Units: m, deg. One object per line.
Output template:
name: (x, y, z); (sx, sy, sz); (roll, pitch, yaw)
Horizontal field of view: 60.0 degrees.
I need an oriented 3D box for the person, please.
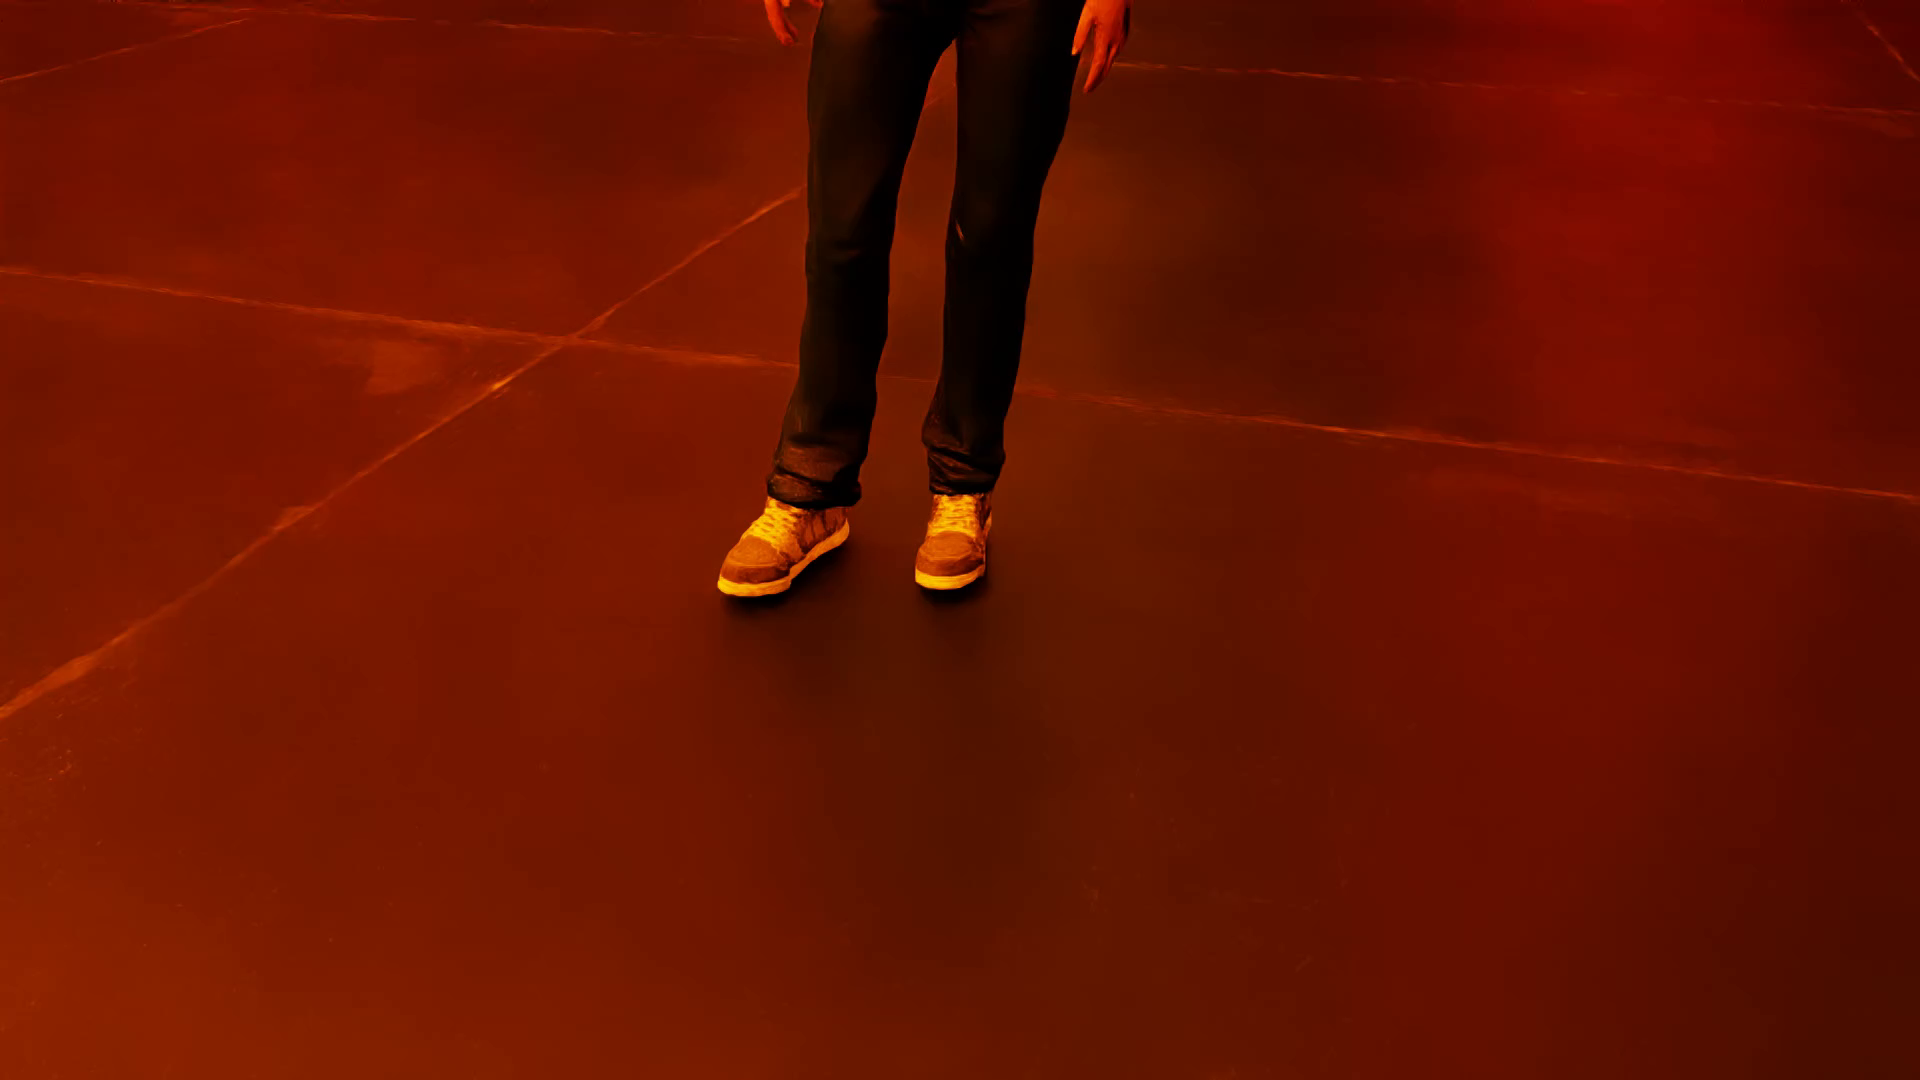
person: (-0.039, -0.688, 2.076); (0.513, 1.597, 0.474); (8, 28, 16)
